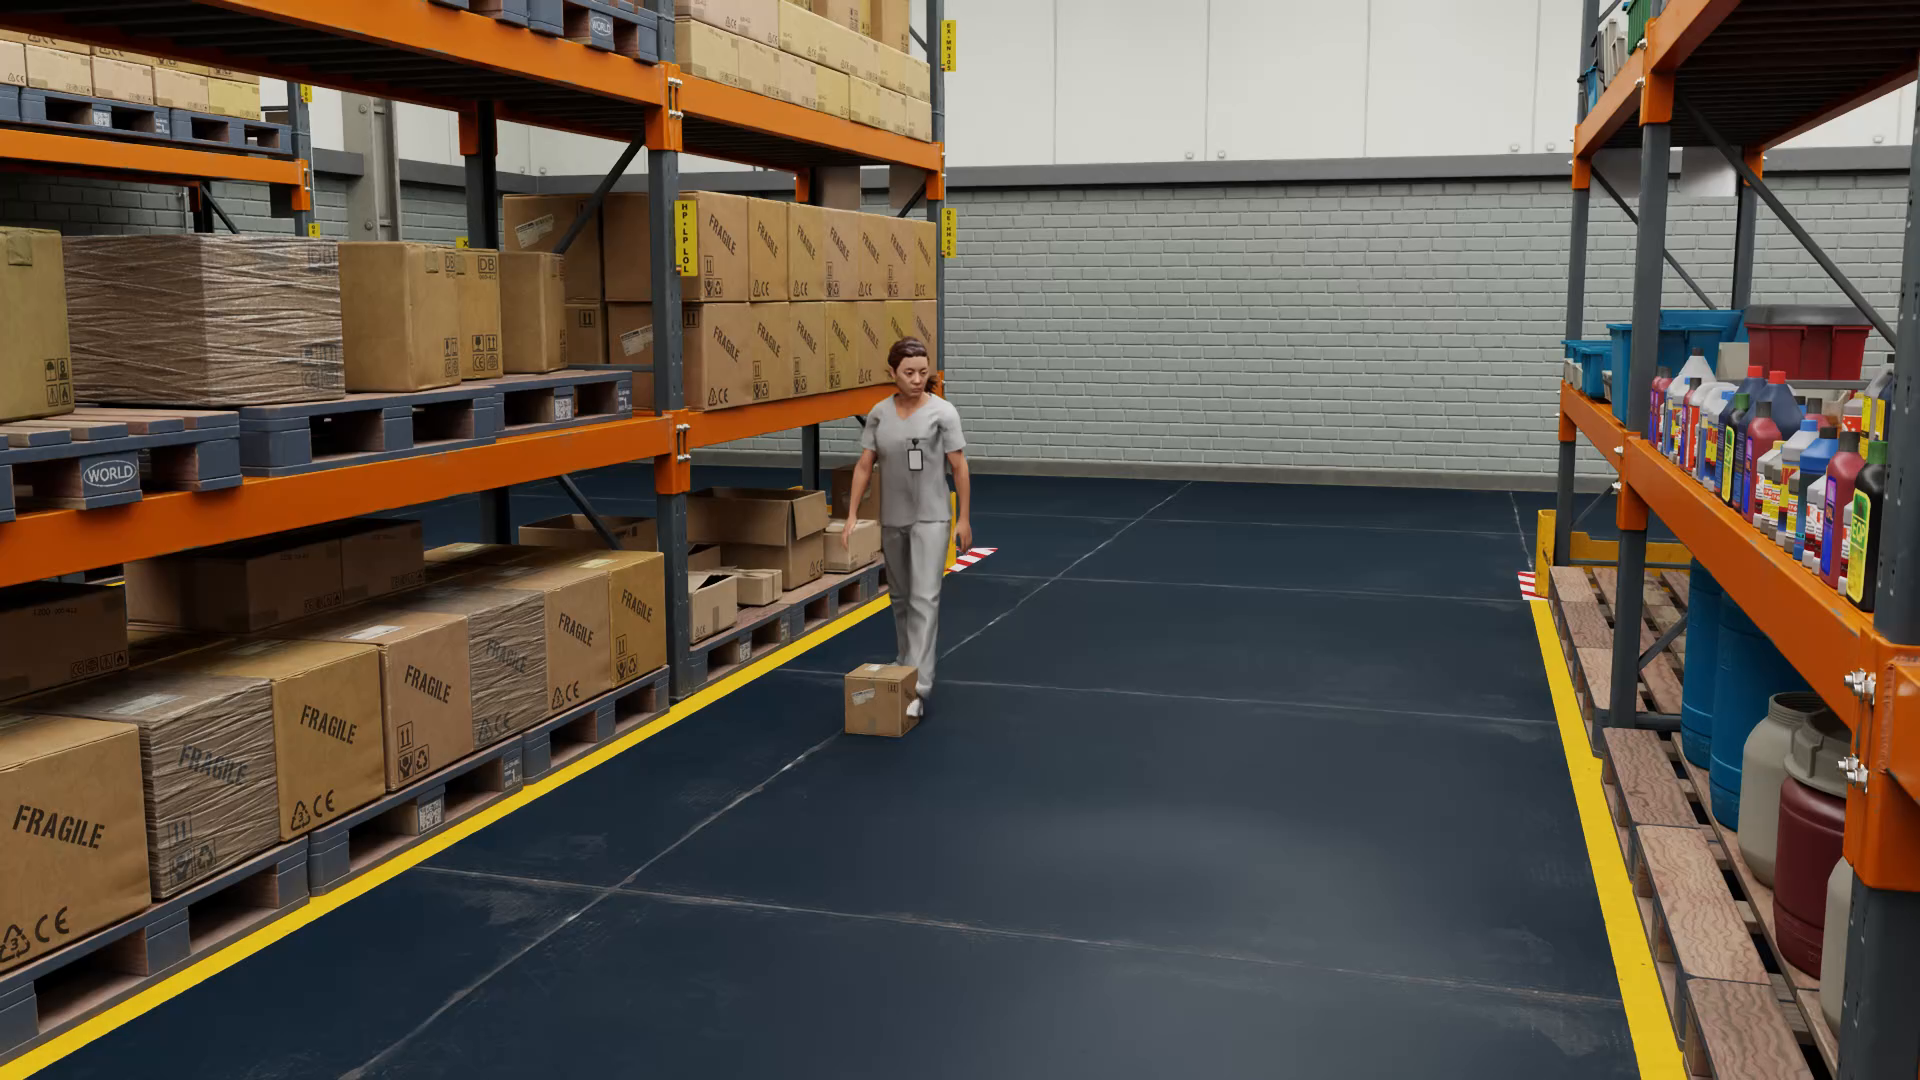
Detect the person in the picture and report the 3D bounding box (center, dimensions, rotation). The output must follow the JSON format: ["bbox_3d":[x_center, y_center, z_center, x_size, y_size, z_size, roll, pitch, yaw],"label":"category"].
[{"bbox_3d":[-0.259,-0.083,7.401,0.572,1.639,0.871,5,10,30],"label":"person"}]
